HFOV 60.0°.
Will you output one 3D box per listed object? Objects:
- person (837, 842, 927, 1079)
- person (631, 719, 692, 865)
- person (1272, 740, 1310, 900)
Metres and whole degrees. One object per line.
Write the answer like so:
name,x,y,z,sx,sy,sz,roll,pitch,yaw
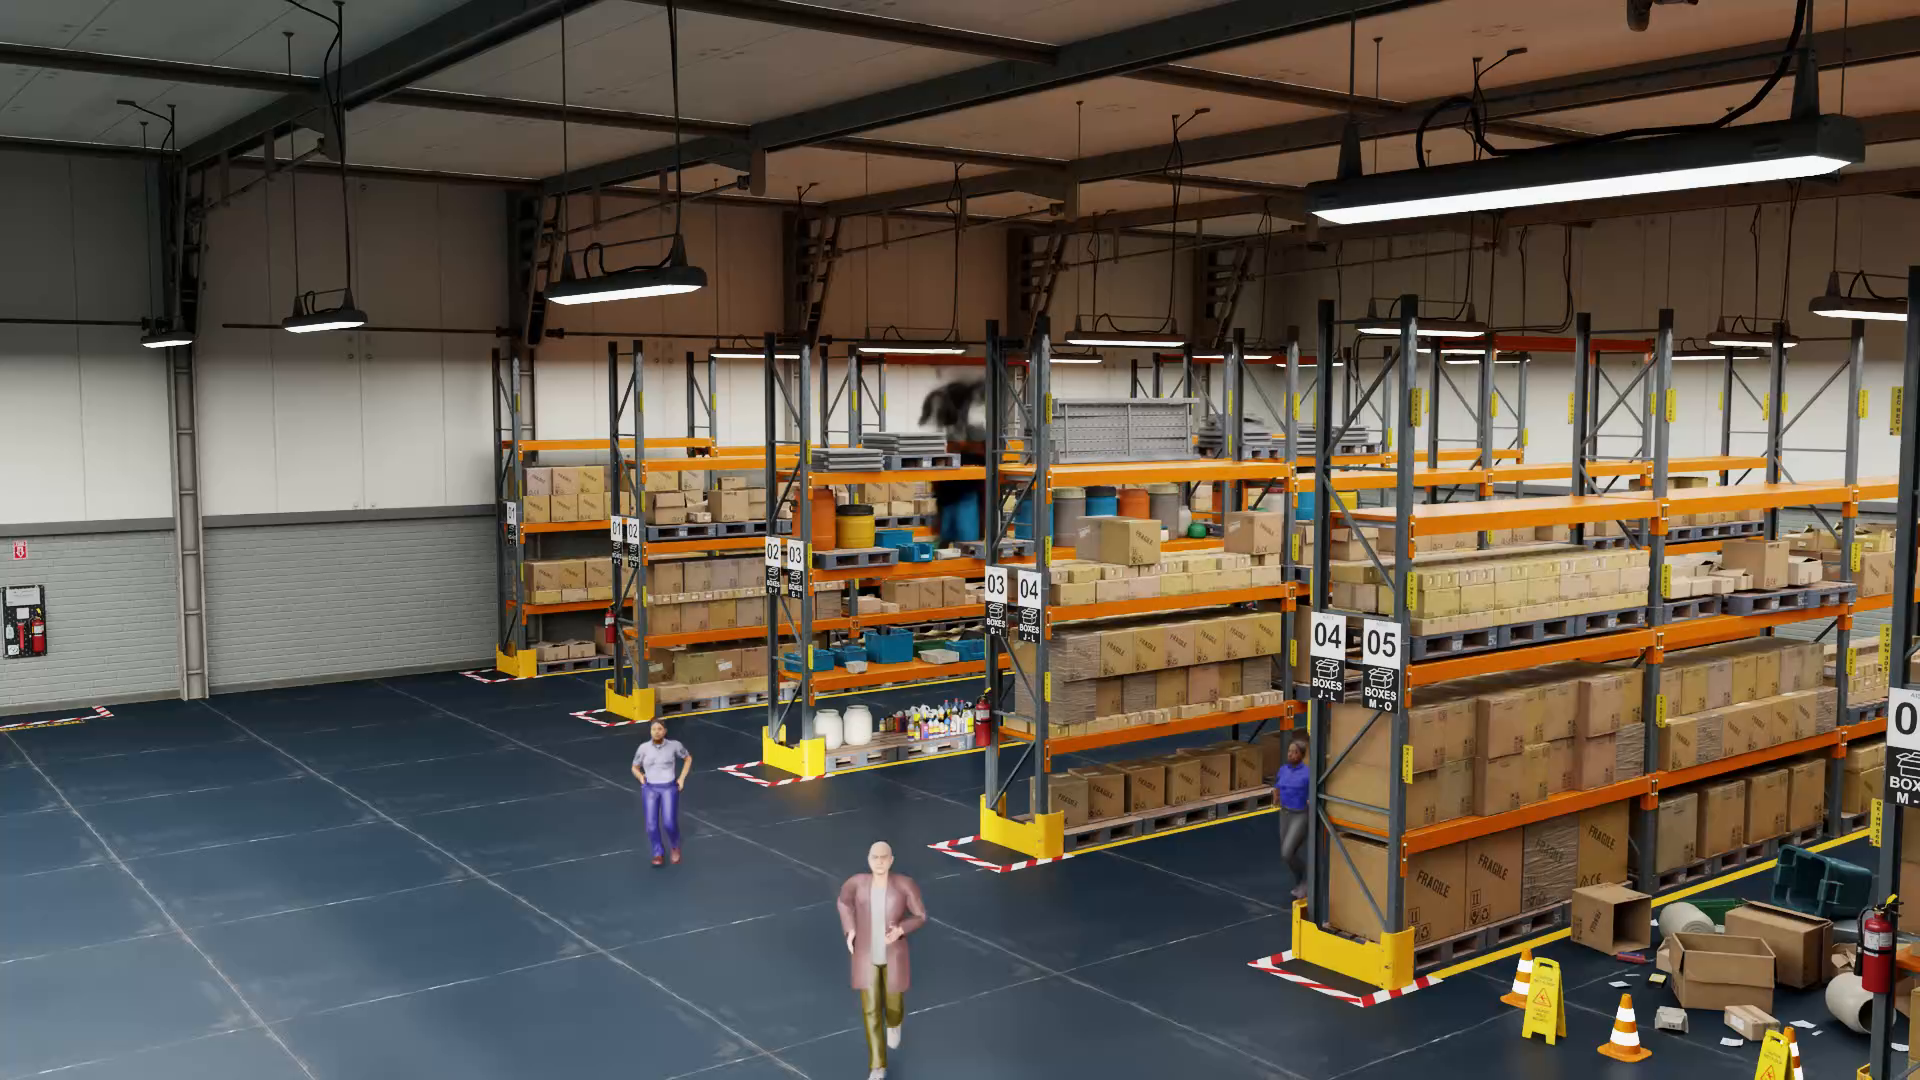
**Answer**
person,-0.603,3.167,12.641,0.707,1.754,0.965,0,5,2
person,-3.271,2.764,18.114,0.632,1.613,0.583,0,5,-1
person,3.405,2.856,16.922,0.649,1.628,0.549,-4,6,-39
